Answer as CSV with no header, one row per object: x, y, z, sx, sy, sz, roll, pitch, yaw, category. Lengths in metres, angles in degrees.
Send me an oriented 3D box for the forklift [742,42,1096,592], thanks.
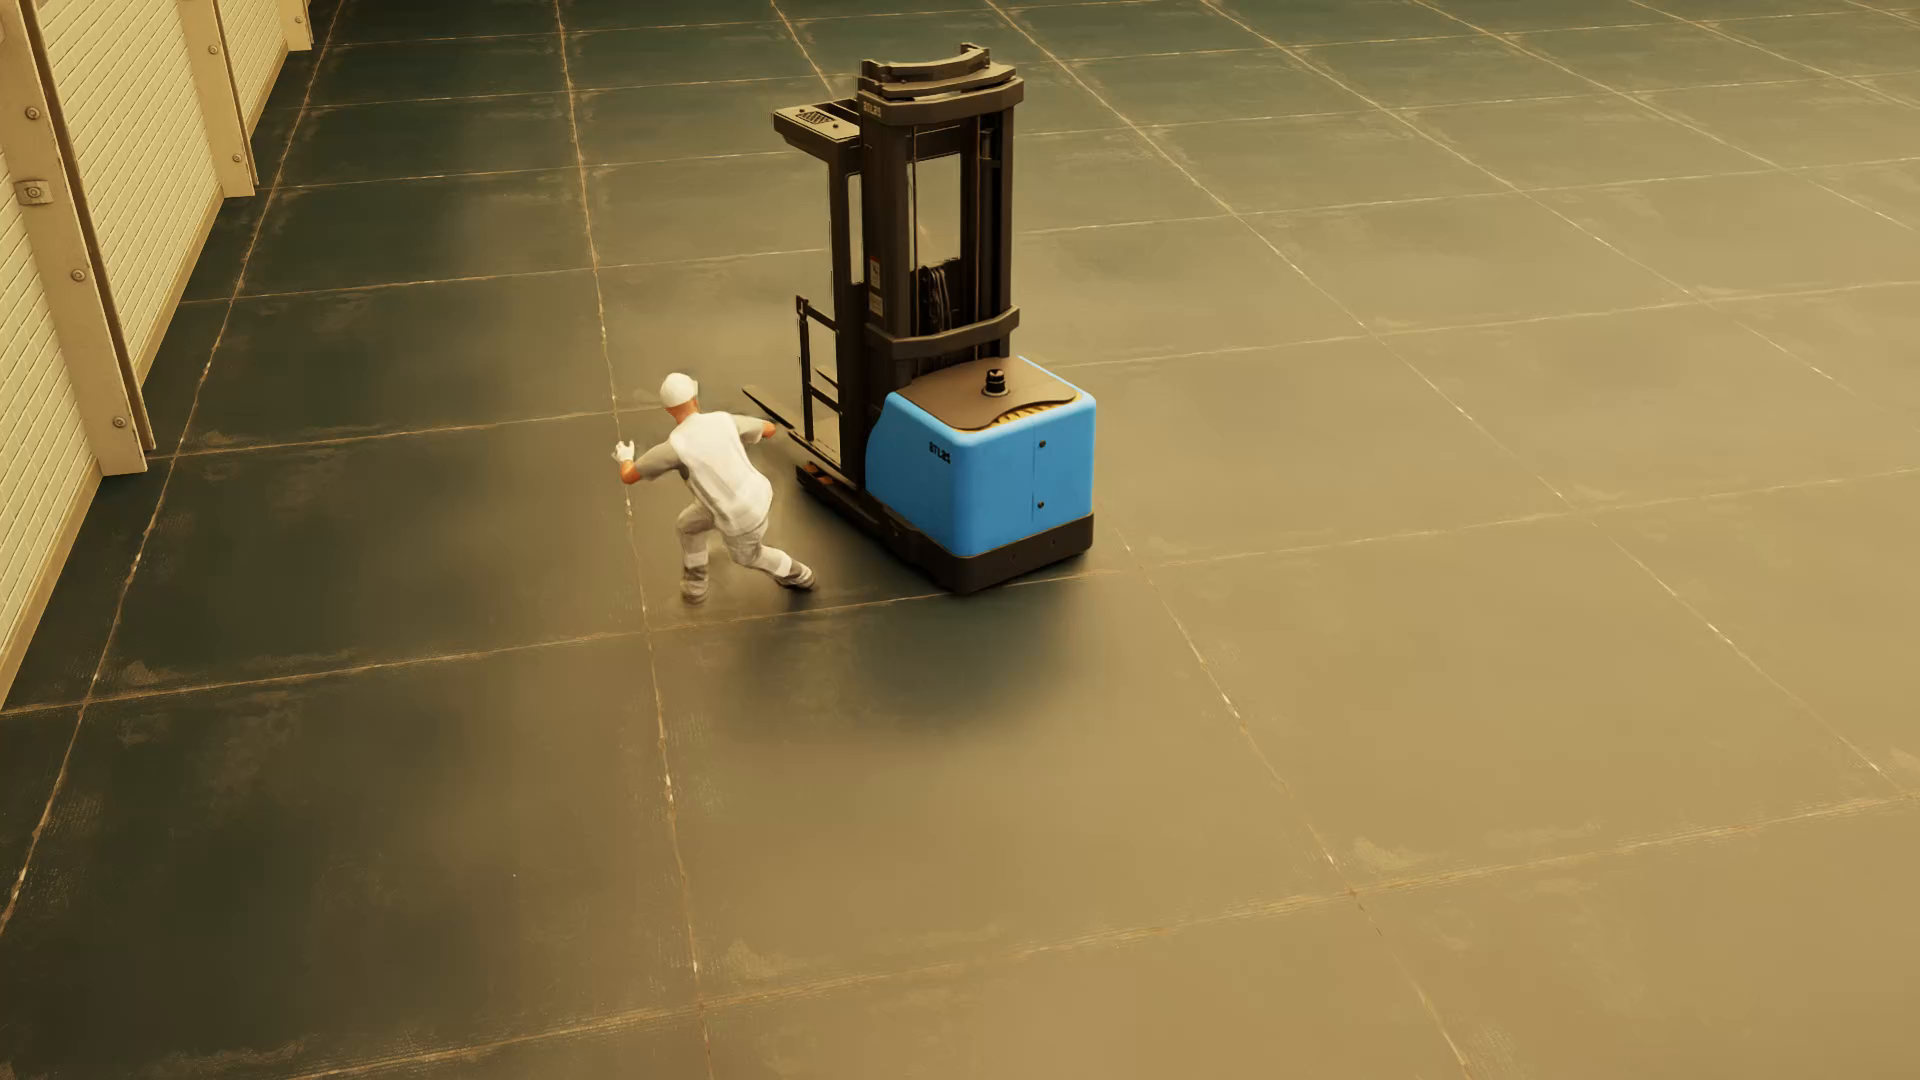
-0.430,-1.647,10.420,1.130,2.935,3.031,-19,35,-30,forklift

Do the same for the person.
-1.433,-0.291,9.452,0.949,1.511,1.000,11,32,18,person
